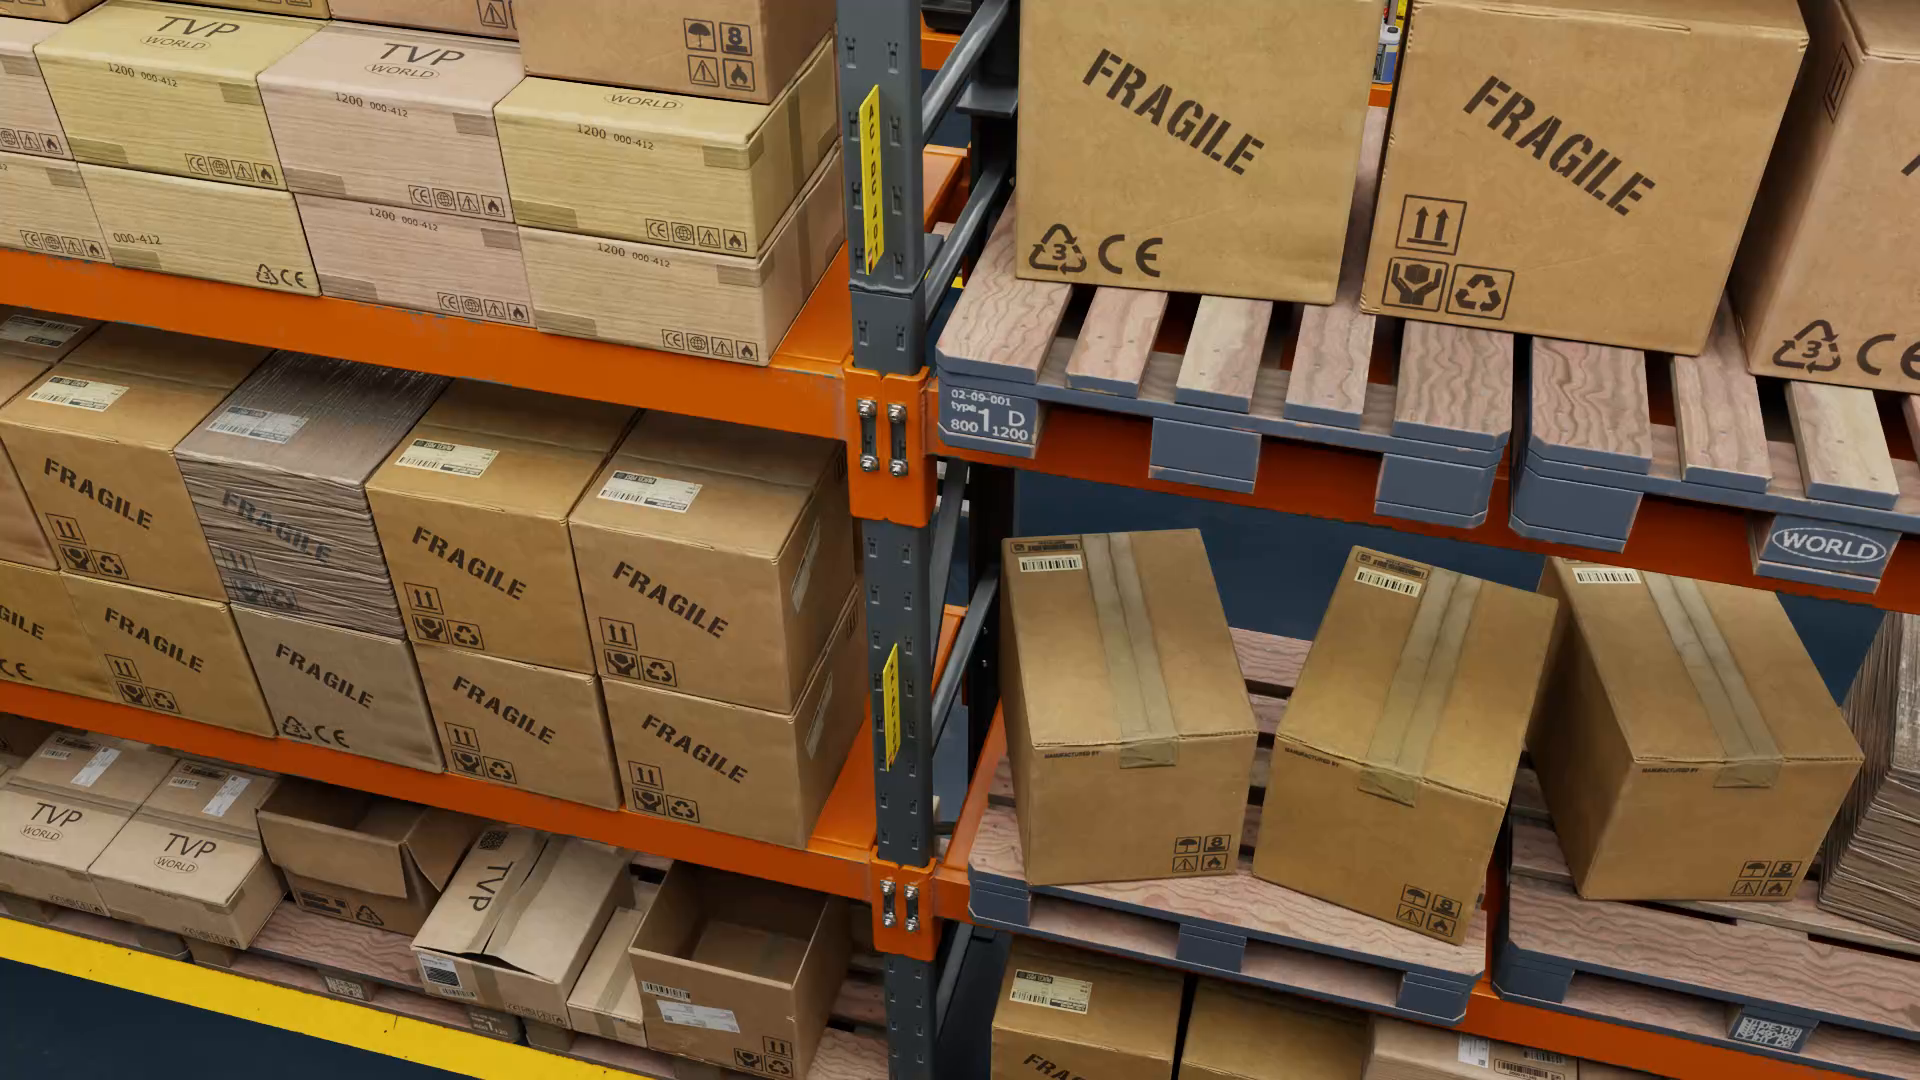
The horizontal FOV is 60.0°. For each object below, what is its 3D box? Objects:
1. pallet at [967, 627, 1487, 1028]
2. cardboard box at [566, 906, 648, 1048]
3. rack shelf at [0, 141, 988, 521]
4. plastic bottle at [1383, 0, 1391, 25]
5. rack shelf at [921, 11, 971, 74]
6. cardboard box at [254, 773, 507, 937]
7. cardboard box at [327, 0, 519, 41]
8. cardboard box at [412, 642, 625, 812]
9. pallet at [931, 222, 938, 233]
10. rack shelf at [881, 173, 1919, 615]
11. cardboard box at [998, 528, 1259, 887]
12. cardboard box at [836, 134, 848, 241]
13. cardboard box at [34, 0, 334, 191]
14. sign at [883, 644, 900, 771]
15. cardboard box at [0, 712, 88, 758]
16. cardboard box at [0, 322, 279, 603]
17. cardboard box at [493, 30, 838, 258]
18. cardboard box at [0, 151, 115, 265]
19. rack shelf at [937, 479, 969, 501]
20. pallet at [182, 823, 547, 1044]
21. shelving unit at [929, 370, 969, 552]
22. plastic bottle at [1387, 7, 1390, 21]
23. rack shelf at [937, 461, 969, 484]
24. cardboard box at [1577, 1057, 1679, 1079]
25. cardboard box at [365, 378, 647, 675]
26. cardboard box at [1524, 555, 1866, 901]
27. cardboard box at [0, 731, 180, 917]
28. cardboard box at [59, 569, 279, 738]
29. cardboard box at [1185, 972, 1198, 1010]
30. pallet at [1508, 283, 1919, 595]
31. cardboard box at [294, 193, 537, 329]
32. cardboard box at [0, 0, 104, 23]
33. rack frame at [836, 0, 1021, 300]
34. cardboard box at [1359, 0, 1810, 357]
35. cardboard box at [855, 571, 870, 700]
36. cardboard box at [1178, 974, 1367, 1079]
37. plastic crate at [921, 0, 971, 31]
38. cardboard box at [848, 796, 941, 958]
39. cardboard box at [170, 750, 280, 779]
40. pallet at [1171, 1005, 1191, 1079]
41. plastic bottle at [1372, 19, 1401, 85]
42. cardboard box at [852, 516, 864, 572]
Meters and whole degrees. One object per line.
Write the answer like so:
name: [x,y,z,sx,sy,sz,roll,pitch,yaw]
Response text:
pallet: [0.723,0.650,4.293,1.213,0.211,1.003,10,41,11]
cardboard box: [-1.023,1.356,5.178,0.250,0.149,0.380,10,41,11]
rack shelf: [-1.953,-0.830,4.133,4.000,0.370,1.077,10,41,11]
plastic bottle: [2.066,-2.619,8.190,0.097,0.201,0.097,0,40,0]
rack shelf: [-0.669,-2.758,8.761,4.000,0.370,1.077,10,41,11]
cardboard box: [-1.837,0.854,5.499,0.637,0.503,0.797,10,41,11]
cardboard box: [-0.947,-1.422,3.423,0.500,0.500,0.700,10,41,11]
cardboard box: [-1.069,0.329,4.448,0.500,0.500,0.500,11,41,13]
pallet: [-0.640,-1.933,9.387,1.213,0.211,1.003,10,41,11]
rack shelf: [1.911,-0.165,3.341,4.000,0.370,1.077,10,41,11]
cardboard box: [0.379,0.395,4.044,0.500,0.500,0.700,-3,40,-3]
cardboard box: [-0.427,-0.950,3.833,0.500,0.250,0.500,10,41,11]
cardboard box: [-1.526,-0.989,3.490,0.500,0.250,0.500,10,41,11]
sign: [-0.154,0.383,3.789,0.005,0.325,0.100,10,41,11]
cardboard box: [-3.296,0.437,5.999,0.500,0.500,0.500,10,41,11]
cardboard box: [-2.045,-0.220,4.325,0.500,0.500,0.500,9,41,11]
cardboard box: [-0.561,-0.819,3.288,0.500,0.250,0.500,10,41,11]
cardboard box: [-2.007,-0.884,3.755,0.500,0.250,0.500,10,41,11]
rack shelf: [-0.008,-0.252,7.042,0.200,0.077,0.258,10,41,11]
pallet: [-1.867,1.128,5.744,1.213,0.211,1.003,10,41,11]
shelving unit: [-0.008,-0.346,6.962,0.210,0.900,0.258,10,41,11]
plastic bottle: [2.080,-2.728,8.262,0.135,0.276,0.152,10,41,11]
rack shelf: [-0.008,-0.320,6.984,0.200,0.077,0.258,10,41,11]
cardboard box: [1.834,1.359,4.318,0.500,0.250,0.500,9,41,11]
cardboard box: [-1.072,-0.052,4.124,0.500,0.500,0.500,9,41,11]
cardboard box: [1.702,0.432,3.999,0.500,0.500,0.700,0,40,0]
cardboard box: [-2.950,0.945,5.588,0.500,0.250,0.500,10,41,11]
cardboard box: [-2.058,0.162,4.647,0.500,0.500,0.500,10,41,12]
cardboard box: [1.005,1.156,5.143,0.500,0.500,0.500,10,41,12]
pallet: [1.593,-0.378,3.182,1.003,0.211,1.213,10,41,11]
cardboard box: [-1.040,-0.721,3.560,0.500,0.250,0.500,10,41,11]
cardboard box: [-1.954,-1.490,3.504,0.500,0.500,0.700,10,41,11]
rack frame: [-0.021,-1.921,2.541,0.127,3.000,1.000,10,41,11]
cardboard box: [1.098,-0.784,3.036,0.600,0.600,0.600,9,41,11]
cardboard box: [-0.443,0.084,4.740,0.500,0.500,0.500,11,41,13]
cardboard box: [0.901,1.478,4.759,0.500,0.500,0.500,10,41,12]
plastic crate: [0.112,-2.638,8.225,0.590,0.125,0.437,10,41,11]
cardboard box: [-0.371,1.033,5.436,0.500,0.311,0.500,10,41,11]
cardboard box: [-2.386,0.709,5.869,0.500,0.250,0.500,10,41,11]
pallet: [0.774,1.556,5.234,1.213,0.211,1.003,10,41,11]
plastic bottle: [1.965,-2.279,7.728,0.135,0.276,0.152,10,41,11]
cardboard box: [-0.404,-0.298,4.418,0.500,0.500,0.500,11,41,13]
